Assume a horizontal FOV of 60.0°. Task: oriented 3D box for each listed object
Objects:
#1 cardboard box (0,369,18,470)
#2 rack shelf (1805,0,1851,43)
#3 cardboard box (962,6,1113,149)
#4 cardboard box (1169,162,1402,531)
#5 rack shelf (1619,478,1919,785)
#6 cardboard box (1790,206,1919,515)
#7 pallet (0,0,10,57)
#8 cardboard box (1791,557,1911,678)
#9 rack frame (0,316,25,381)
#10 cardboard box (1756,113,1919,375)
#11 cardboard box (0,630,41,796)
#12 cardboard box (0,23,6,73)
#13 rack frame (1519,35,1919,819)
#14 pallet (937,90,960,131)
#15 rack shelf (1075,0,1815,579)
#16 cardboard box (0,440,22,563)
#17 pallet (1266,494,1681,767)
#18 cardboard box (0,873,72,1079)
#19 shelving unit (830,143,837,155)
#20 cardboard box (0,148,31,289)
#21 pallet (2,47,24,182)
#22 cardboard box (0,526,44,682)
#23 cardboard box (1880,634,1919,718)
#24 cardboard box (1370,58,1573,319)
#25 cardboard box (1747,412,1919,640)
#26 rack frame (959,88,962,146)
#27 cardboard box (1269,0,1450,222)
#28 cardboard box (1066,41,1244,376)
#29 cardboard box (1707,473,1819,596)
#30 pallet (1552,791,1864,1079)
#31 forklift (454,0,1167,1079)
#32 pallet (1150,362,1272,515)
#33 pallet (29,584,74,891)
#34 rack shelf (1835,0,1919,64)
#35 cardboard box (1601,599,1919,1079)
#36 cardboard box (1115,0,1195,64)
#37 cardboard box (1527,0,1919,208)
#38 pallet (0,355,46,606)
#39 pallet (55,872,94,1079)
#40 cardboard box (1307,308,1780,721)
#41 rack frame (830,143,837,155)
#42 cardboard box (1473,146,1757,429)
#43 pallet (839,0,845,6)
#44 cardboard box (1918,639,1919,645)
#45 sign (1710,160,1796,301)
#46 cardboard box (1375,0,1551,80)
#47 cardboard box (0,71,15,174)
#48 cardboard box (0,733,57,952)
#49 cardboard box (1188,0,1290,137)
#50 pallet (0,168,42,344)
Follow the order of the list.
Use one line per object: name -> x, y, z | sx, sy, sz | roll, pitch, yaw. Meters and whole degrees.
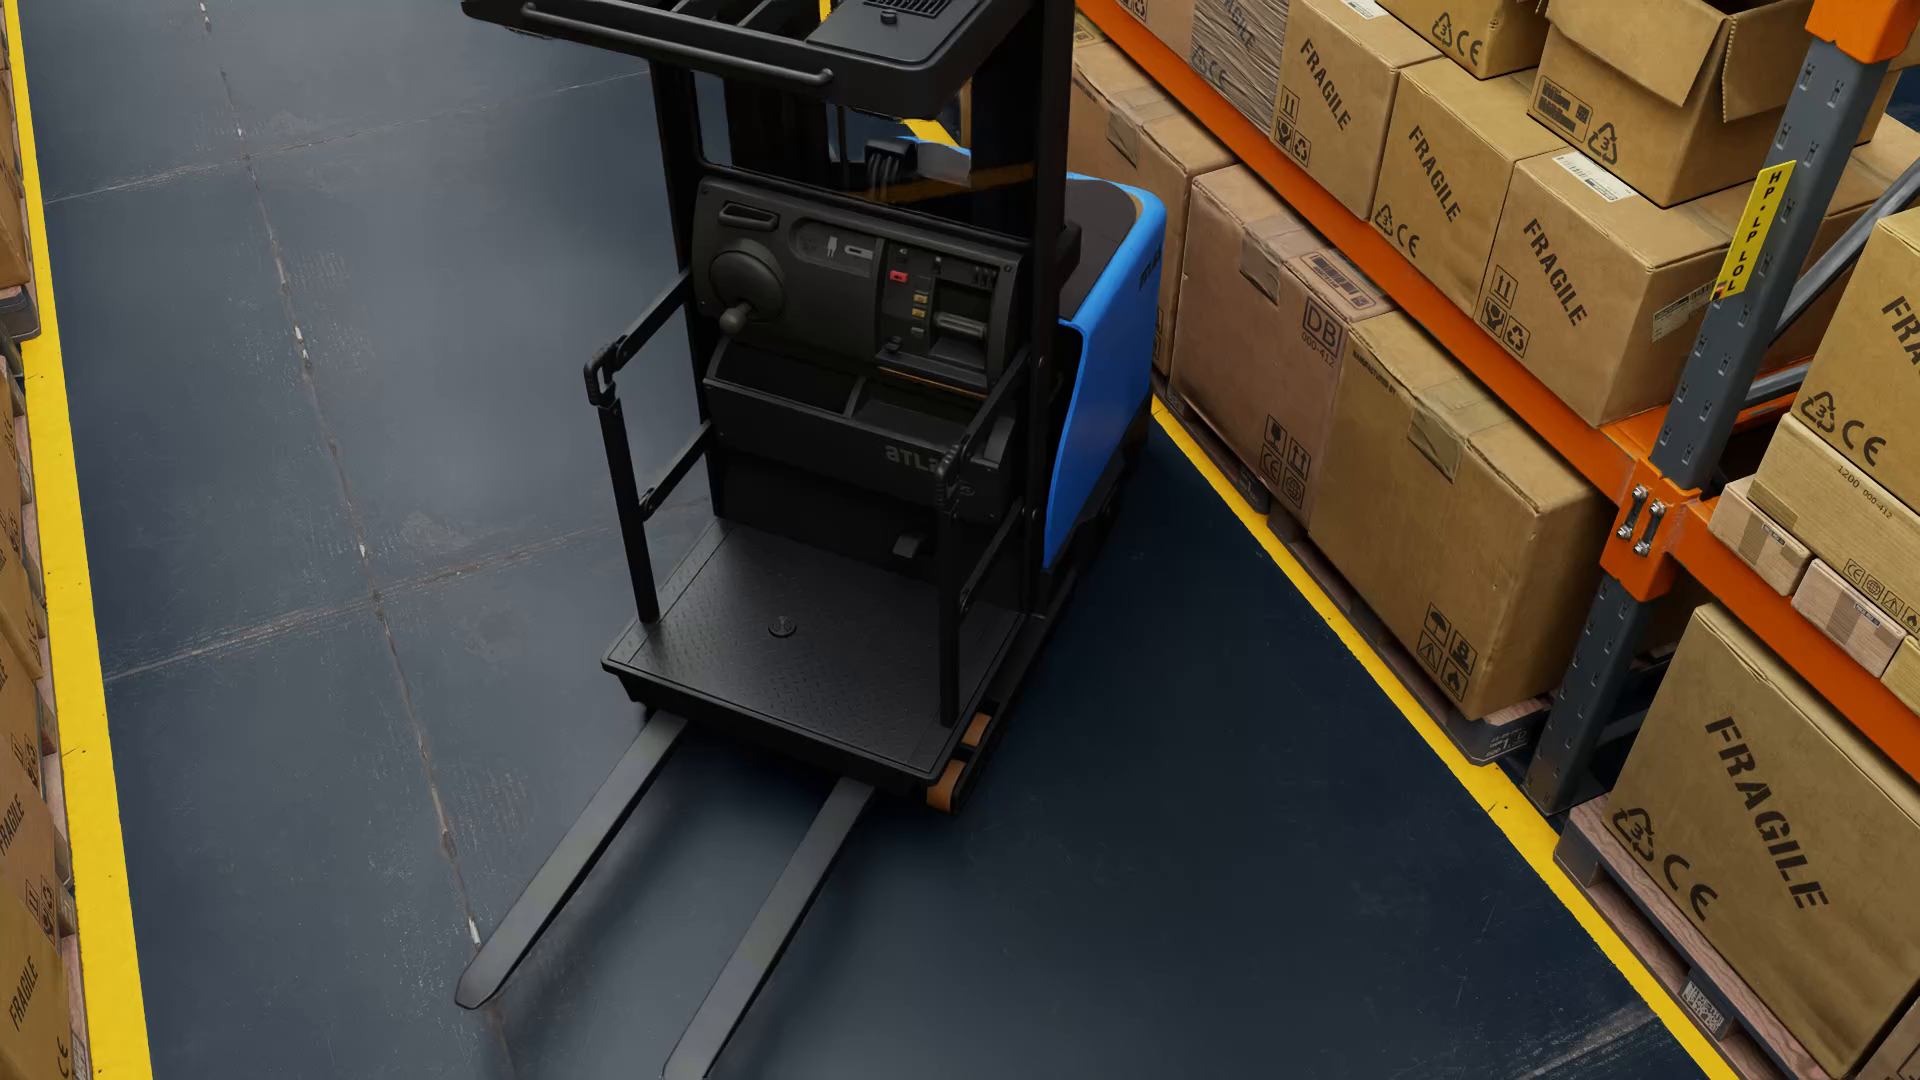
cardboard box -> -3.552, -0.496, 5.598 | 0.500, 0.500, 0.500 | -18, 47, -18
rack shelf -> 1.318, -2.516, 4.541 | 1.077, 0.370, 4.000 | -18, 47, -17
cardboard box -> 0.748, -1.927, 6.781 | 1.225, 0.875, 0.875 | -20, 48, -19
cardboard box -> 1.495, -0.795, 5.633 | 1.225, 0.875, 0.875 | -20, 48, -19
rack shelf -> 2.999, 1.100, 3.011 | 1.077, 0.370, 4.000 | -18, 47, -17
cardboard box -> 2.128, -0.369, 3.349 | 0.500, 0.500, 0.500 | -18, 47, -17
pallet -> -5.355, -2.666, 8.301 | 1.003, 0.211, 1.213 | -18, 47, -17
cardboard box -> 2.092, 0.113, 3.678 | 0.380, 0.149, 0.250 | -20, 48, -19
rack frame -> -4.066, -1.579, 5.214 | 1.000, 3.000, 0.127 | -18, 47, -17
cardboard box -> 2.192, -0.833, 4.387 | 0.500, 0.500, 0.500 | -18, 47, -17
cardboard box -> -2.911, 0.495, 4.594 | 0.500, 0.500, 0.500 | -17, 47, -17
cardboard box -> -5.003, -2.492, 7.442 | 1.050, 0.750, 0.750 | -18, 47, -17
rack frame -> 2.159, -0.430, 4.050 | 1.000, 3.000, 0.127 | -18, 47, -17
pallet -> 0.149, -2.485, 8.118 | 1.003, 0.211, 1.213 | -18, 47, -17
rack shelf -> 1.318, -1.449, 5.595 | 1.077, 0.370, 4.000 | -18, 47, -17
cardboard box -> -3.337, -0.164, 5.262 | 0.500, 0.500, 0.500 | -16, 47, -16
pallet -> 1.766, 0.093, 5.506 | 1.003, 0.211, 1.213 | -18, 47, -17
cardboard box -> -2.454, 1.161, 3.918 | 0.500, 0.500, 0.500 | -16, 47, -16
shelving unit -> -0.487, -1.239, 6.868 | 0.258, 0.189, 1.200 | -13, 46, -13
cardboard box -> -4.240, -1.342, 6.277 | 1.050, 0.750, 0.750 | -19, 48, -18
pallet -> -4.838, -1.887, 7.512 | 1.003, 0.211, 1.213 | -18, 47, -17
cardboard box -> -3.100, 0.168, 4.925 | 0.500, 0.500, 0.500 | -20, 48, -19
cardboard box -> 2.203, 0.281, 3.508 | 0.380, 0.149, 0.250 | -17, 47, -16
cardboard box -> 1.512, -1.001, 4.557 | 0.500, 0.500, 0.500 | -17, 47, -16
cardboard box -> 2.118, -0.106, 3.617 | 0.500, 0.250, 0.500 | -19, 48, -18
rack frame -> 0.477, -2.979, 6.634 | 1.000, 3.000, 0.127 | -18, 47, -17
cardboard box -> 1.286, -1.331, 4.893 | 0.500, 0.500, 0.500 | -19, 48, -18
cardboard box -> 1.116, -1.356, 6.203 | 1.225, 0.875, 0.875 | -18, 47, -17
cardboard box -> 1.981, -0.054, 3.848 | 0.380, 0.149, 0.250 | -18, 47, -17
pallet -> 2.407, 1.070, 4.515 | 1.003, 0.211, 1.213 | -18, 47, -17
forklift -> -0.375, -0.585, 4.256 | 1.130, 2.935, 3.031 | 17, 47, 17
pallet -> 1.249, -0.686, 6.295 | 1.003, 0.211, 1.213 | -18, 47, -17
pallet -> -3.230, 0.688, 4.902 | 1.003, 0.211, 1.213 | -18, 47, -17
rack shelf -> 2.999, 0.033, 1.958 | 1.077, 0.370, 4.000 | -18, 47, -17
cardboard box -> 2.363, 0.621, 4.199 | 0.875, 0.875, 0.875 | -18, 47, -17
cardboard box -> 0.872, -1.971, 5.541 | 0.500, 0.500, 0.500 | -19, 48, -18
cardboard box -> 1.882, -1.228, 4.073 | 0.797, 0.503, 0.637 | -19, 48, -18
pallet -> -3.739, -0.088, 5.689 | 1.003, 0.211, 1.213 | -18, 47, -17
pallet -> -2.713, 1.467, 4.113 | 1.003, 0.211, 1.213 | -18, 47, -17
cardboard box -> 1.871, -0.225, 5.056 | 1.225, 0.875, 0.875 | -18, 47, -17
rack frame -> -0.487, -1.305, 6.804 | 0.240, 0.006, 1.200 | -13, 46, -13
cardboard box -> 1.714, -0.683, 4.236 | 0.500, 0.500, 0.500 | -18, 47, -17
pallet -> -0.360, -3.261, 8.905 | 1.003, 0.211, 1.213 | -18, 47, -17
cardboard box -> 2.323, 0.212, 3.294 | 0.500, 0.250, 0.500 | -18, 47, -18
sign -> 1.670, -0.648, 3.503 | 0.100, 0.325, 0.005 | -18, 47, -17
cardboard box -> 1.604, -1.668, 4.520 | 0.797, 0.503, 0.637 | -18, 47, -17
cardboard box -> -4.611, -1.898, 6.841 | 1.050, 0.750, 0.750 | -17, 47, -17
cardboard box -> -2.678, 0.825, 4.259 | 0.500, 0.500, 0.500 | -16, 47, -16
cardboard box -> 1.080, -1.652, 5.218 | 0.500, 0.500, 0.500 | -18, 47, -17
pallet -> -4.329, -1.111, 6.726 | 1.003, 0.211, 1.213 | -18, 47, -17
